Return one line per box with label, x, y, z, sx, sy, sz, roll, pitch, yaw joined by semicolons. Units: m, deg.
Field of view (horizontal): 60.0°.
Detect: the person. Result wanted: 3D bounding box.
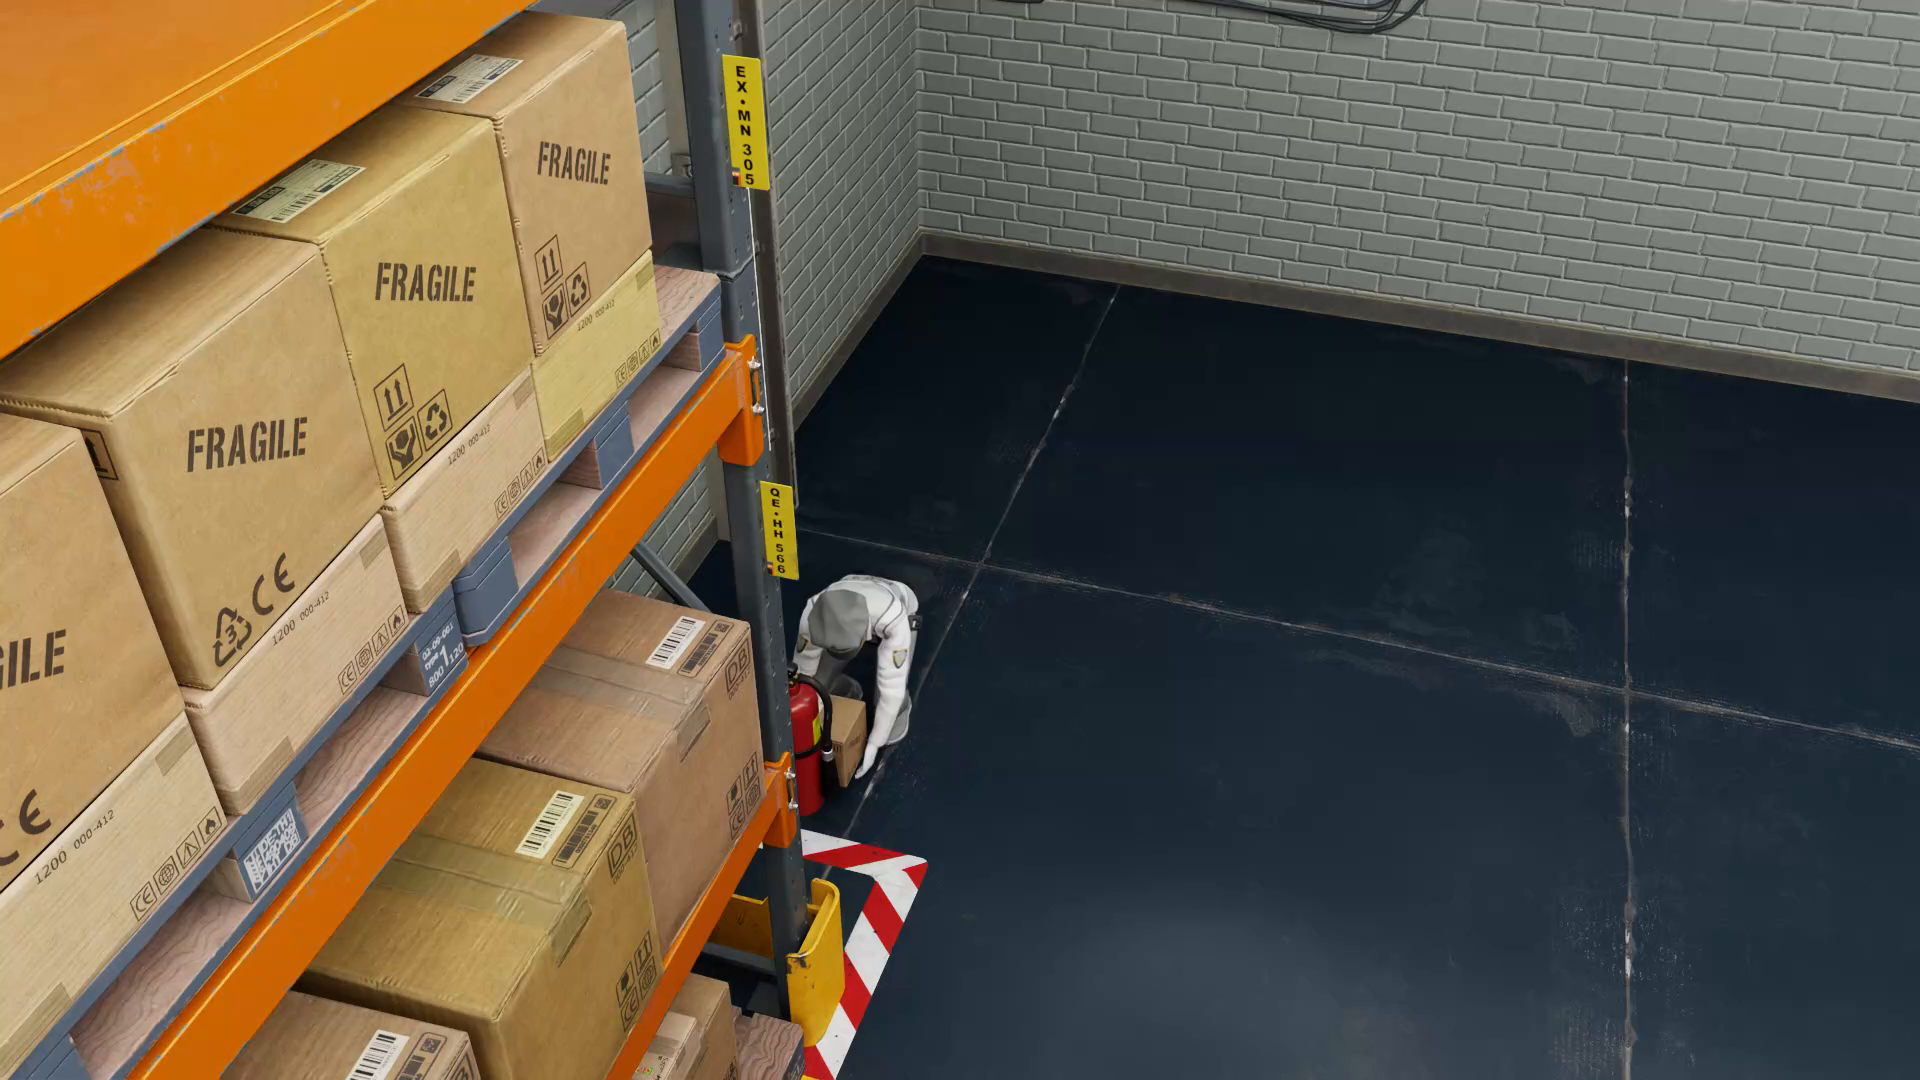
person;-0.407;0.465;6.848;0.491;0.982;0.816;11;39;14
